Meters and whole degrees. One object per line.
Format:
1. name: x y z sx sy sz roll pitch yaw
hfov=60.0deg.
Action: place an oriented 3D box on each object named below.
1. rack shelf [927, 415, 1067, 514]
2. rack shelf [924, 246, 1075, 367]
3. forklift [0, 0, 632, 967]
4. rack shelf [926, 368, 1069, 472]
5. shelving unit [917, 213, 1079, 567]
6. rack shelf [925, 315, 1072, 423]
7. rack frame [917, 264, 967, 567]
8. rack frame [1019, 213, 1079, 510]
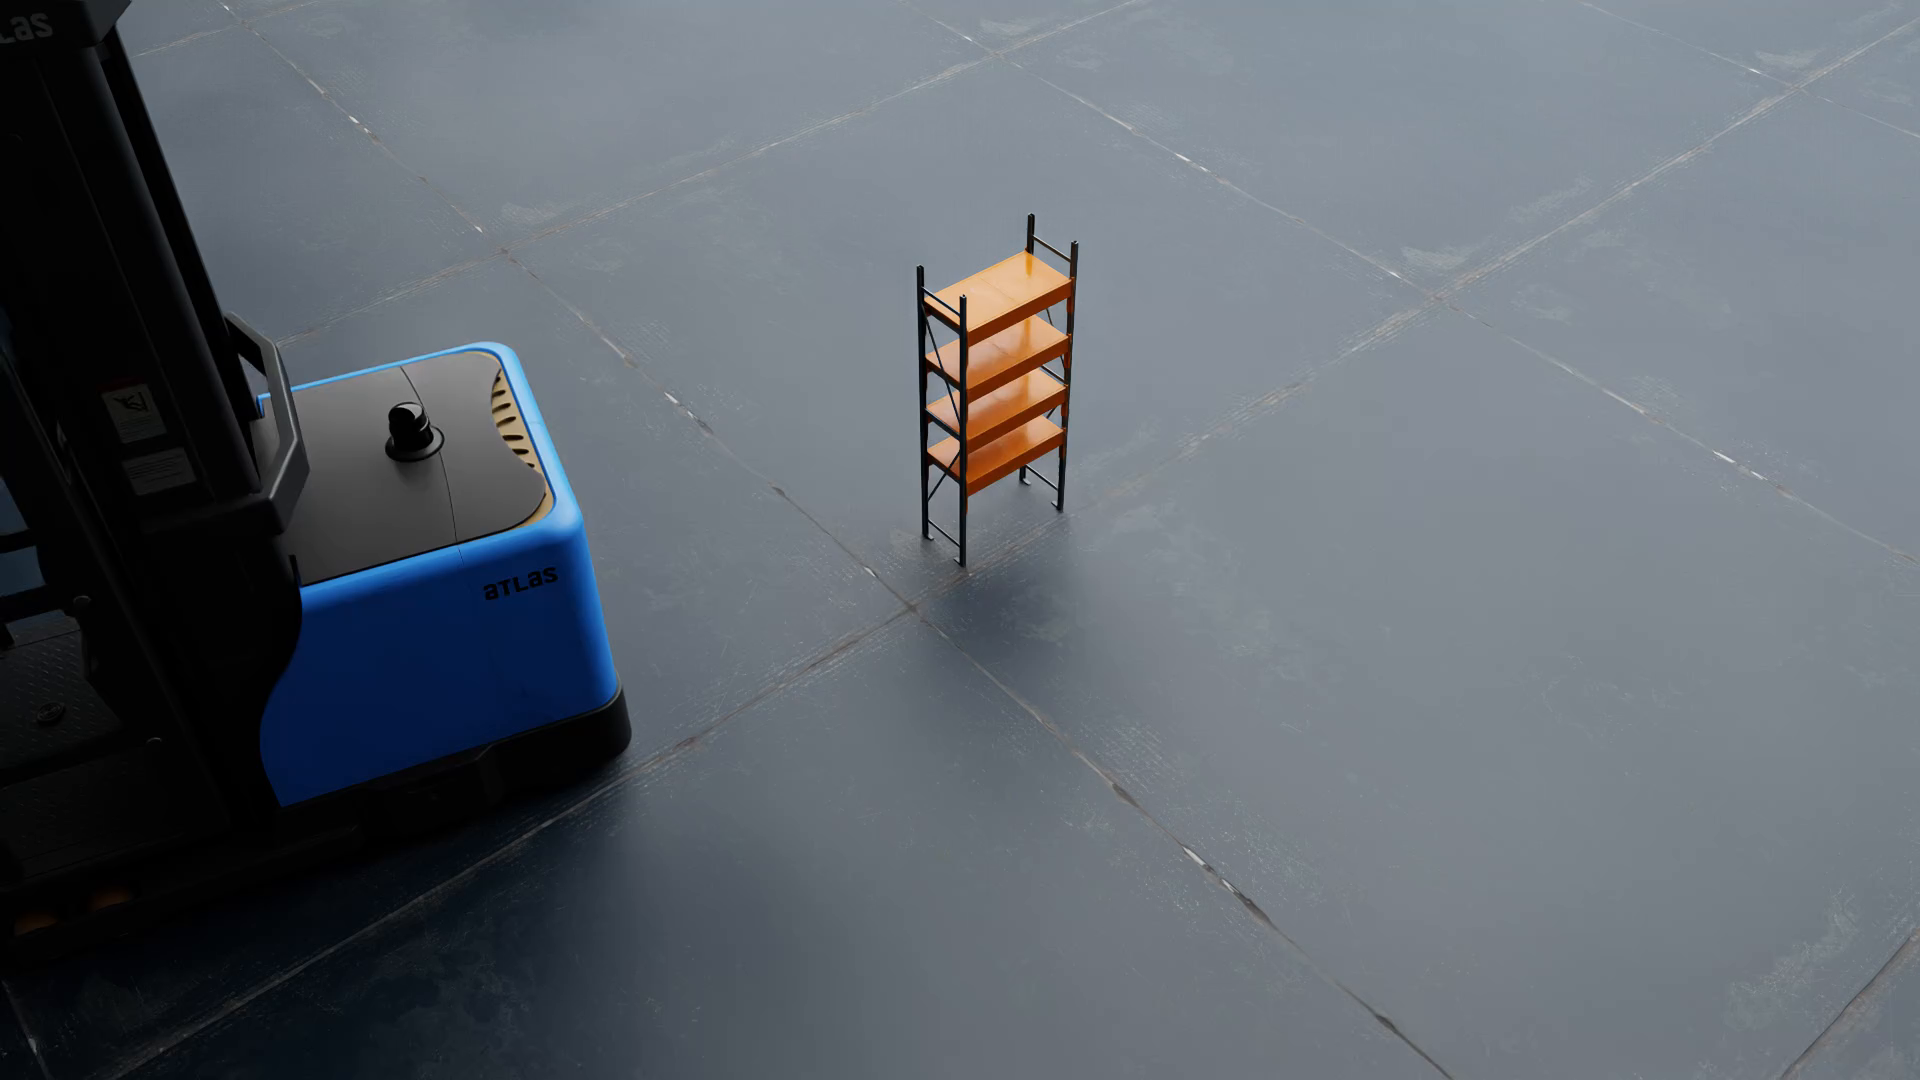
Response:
1. rack shelf: 0.127 -0.316 6.099 0.480 0.148 0.258 -30 51 -28
2. rack shelf: 0.127 -0.796 5.648 0.480 0.148 0.258 -30 51 -28
3. forklift: -2.641 -0.239 4.364 3.031 2.935 1.130 -17 46 -17
4. rack shelf: 0.127 -0.461 5.963 0.480 0.148 0.258 -30 51 -28
5. shelving unit: 0.127 -0.510 5.917 0.503 1.200 0.258 -30 51 -28
6. rack shelf: 0.127 -0.624 5.810 0.480 0.148 0.258 -30 51 -28
7. rack frame: -0.060 -0.403 5.803 0.015 1.200 0.240 -30 51 -28
8. rack frame: 0.314 -0.617 6.031 0.015 1.200 0.240 -30 51 -28
